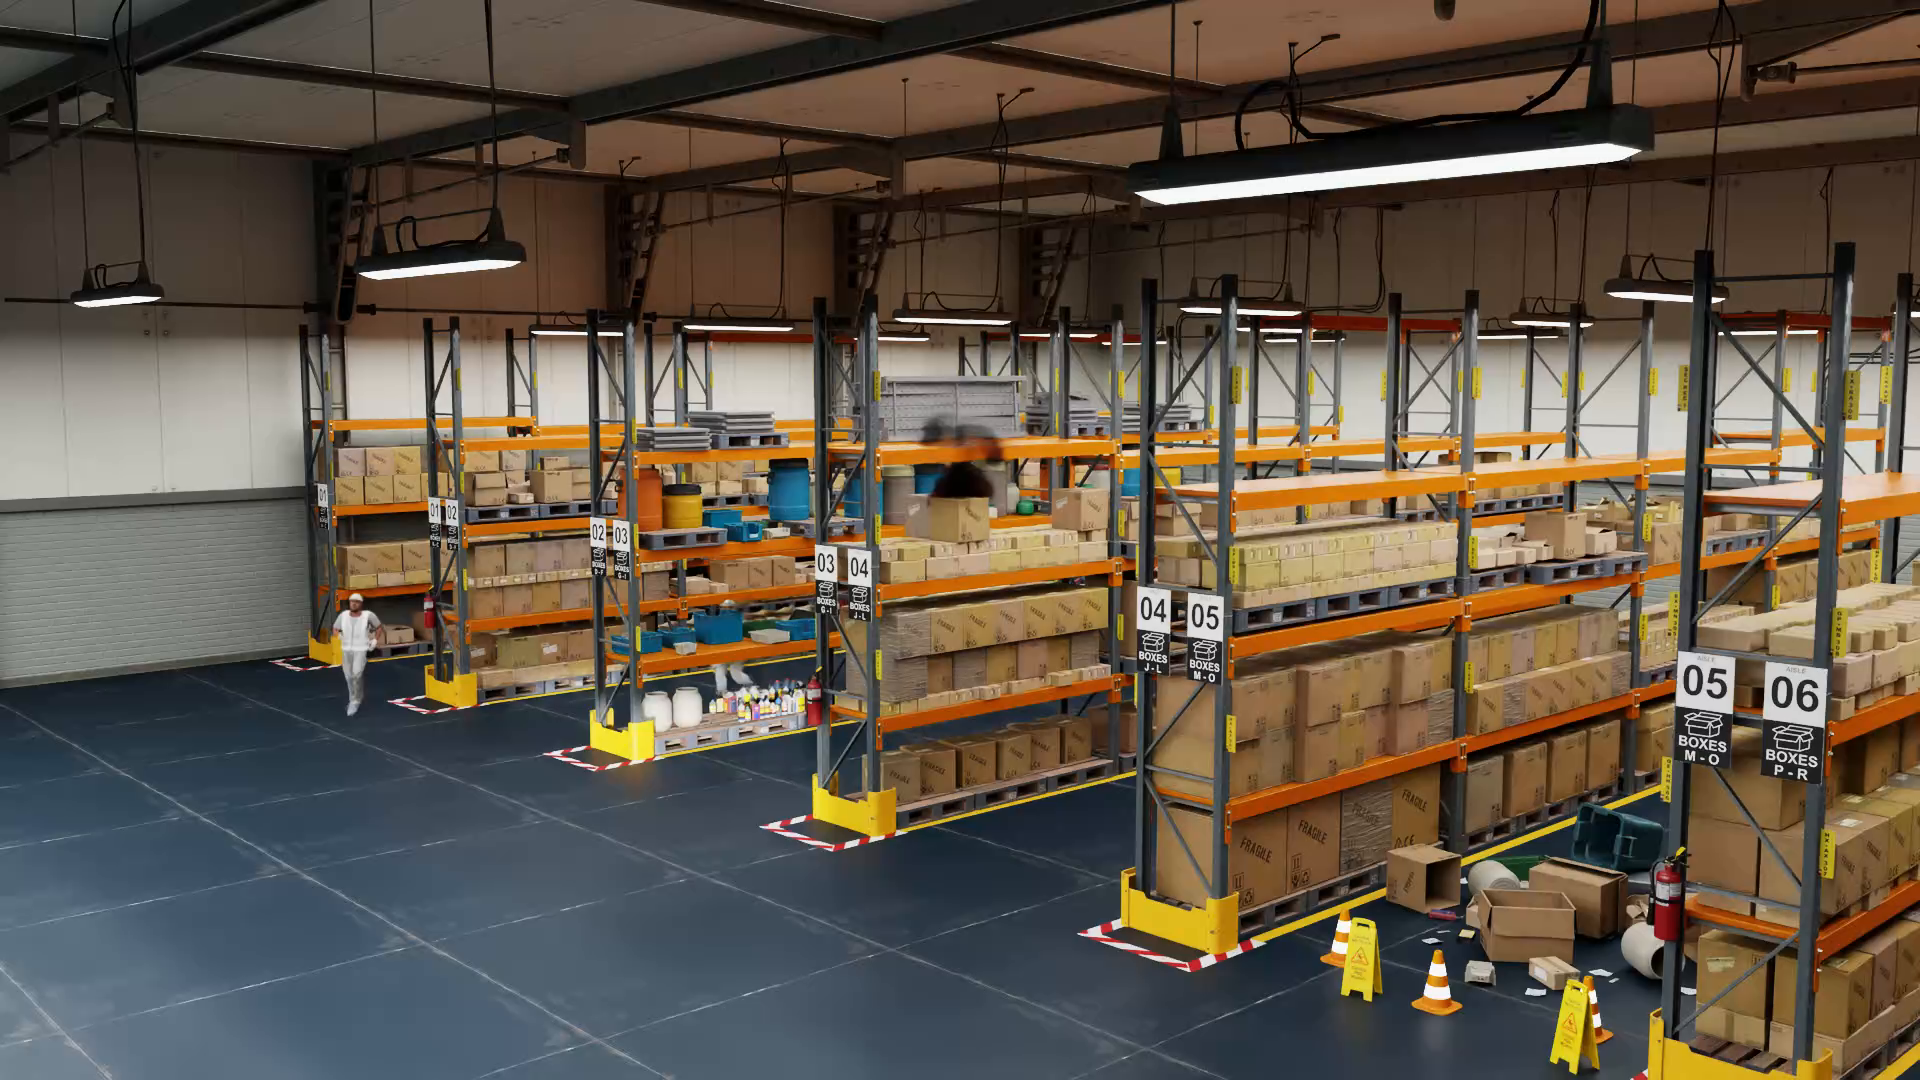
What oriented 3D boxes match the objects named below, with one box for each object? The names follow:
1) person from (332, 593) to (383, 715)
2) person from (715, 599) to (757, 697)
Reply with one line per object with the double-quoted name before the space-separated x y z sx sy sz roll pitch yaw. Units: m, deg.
"person" -9.219 1.645 25.322 0.688 1.668 0.654 0 6 2
"person" -3.498 1.751 25.709 0.593 1.686 0.868 5 8 43
